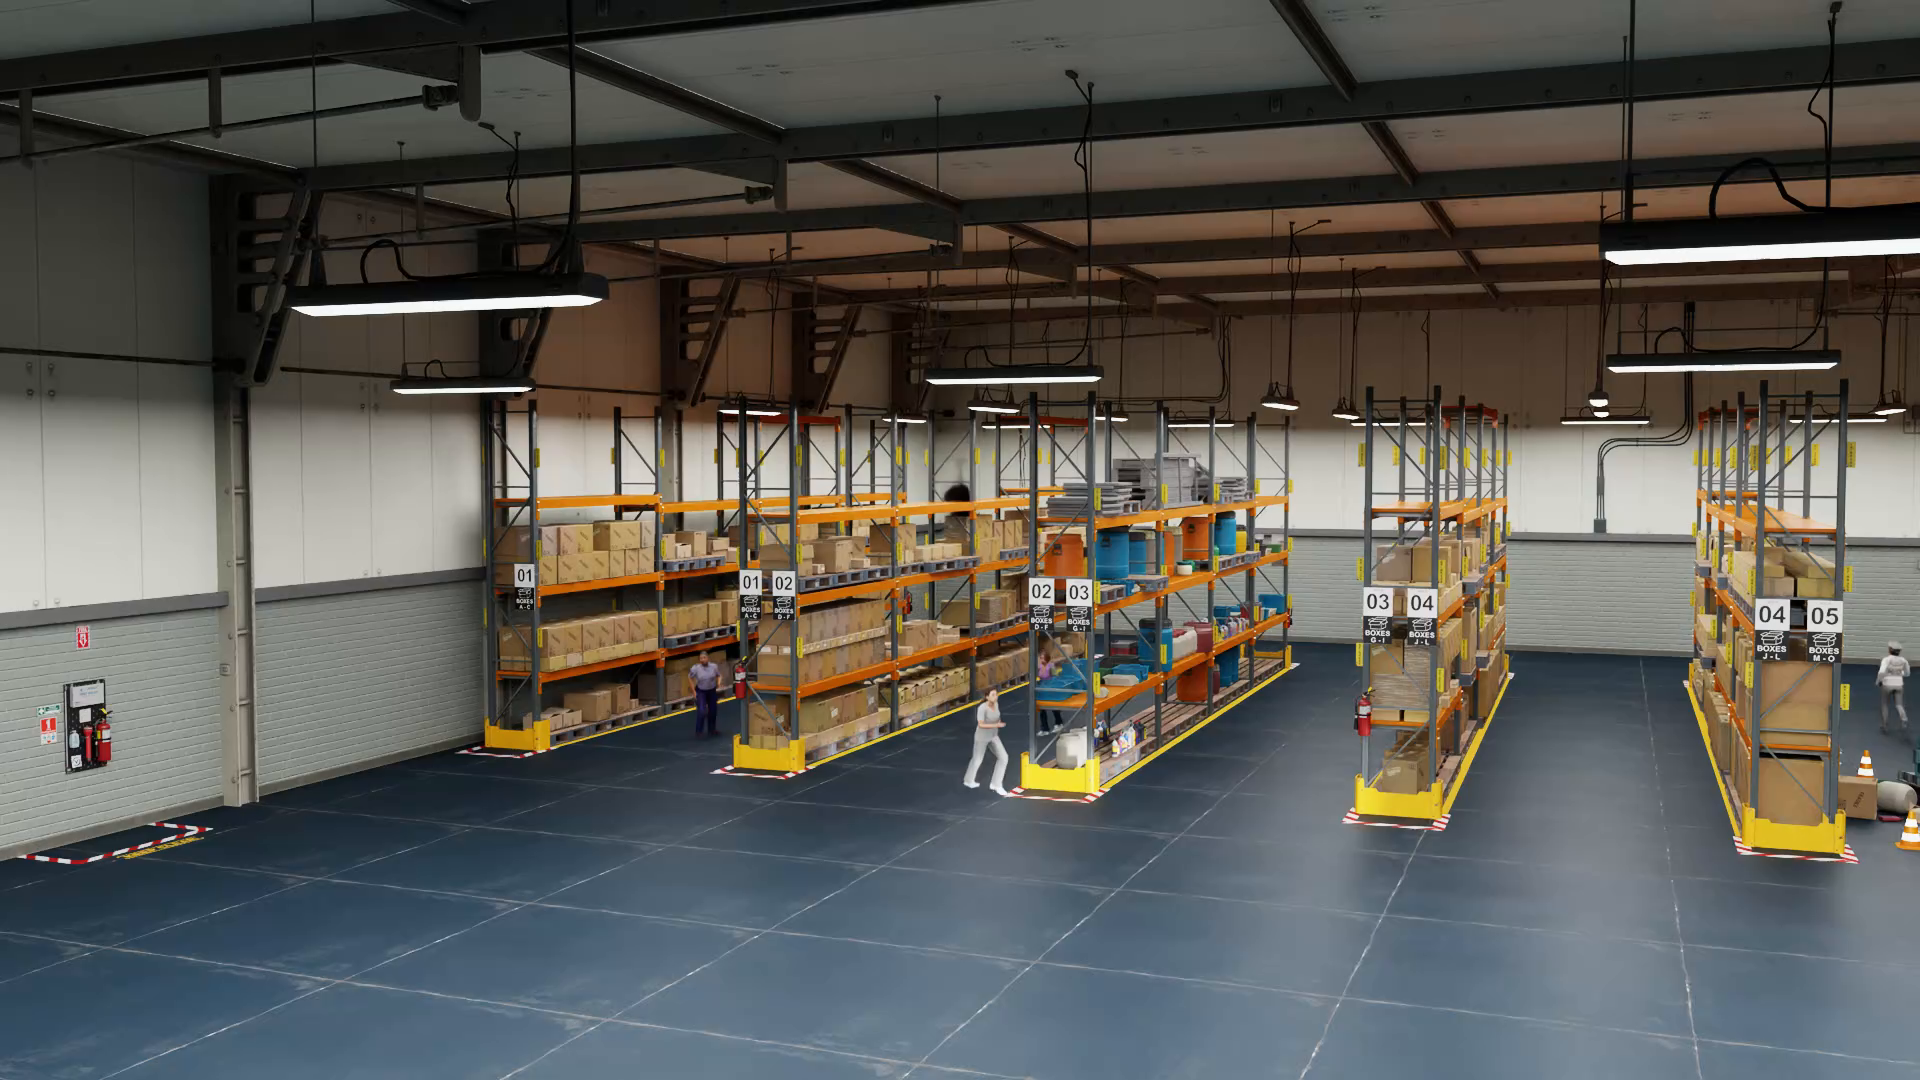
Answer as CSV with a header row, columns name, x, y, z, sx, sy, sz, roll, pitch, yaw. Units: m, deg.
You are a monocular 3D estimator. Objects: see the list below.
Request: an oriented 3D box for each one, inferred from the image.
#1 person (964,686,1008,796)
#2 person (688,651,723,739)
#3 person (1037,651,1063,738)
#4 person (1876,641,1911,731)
name,x,y,z,sx,sy,sz,roll,pitch,yaw
person,0.380,2.956,24.649,0.503,1.619,0.949,-2,4,-36
person,-4.521,2.769,29.825,0.662,1.592,0.773,-2,3,-34
person,1.681,2.756,29.961,0.494,1.556,0.758,2,4,38
person,16.937,2.667,30.188,0.607,1.666,0.870,1,3,11
